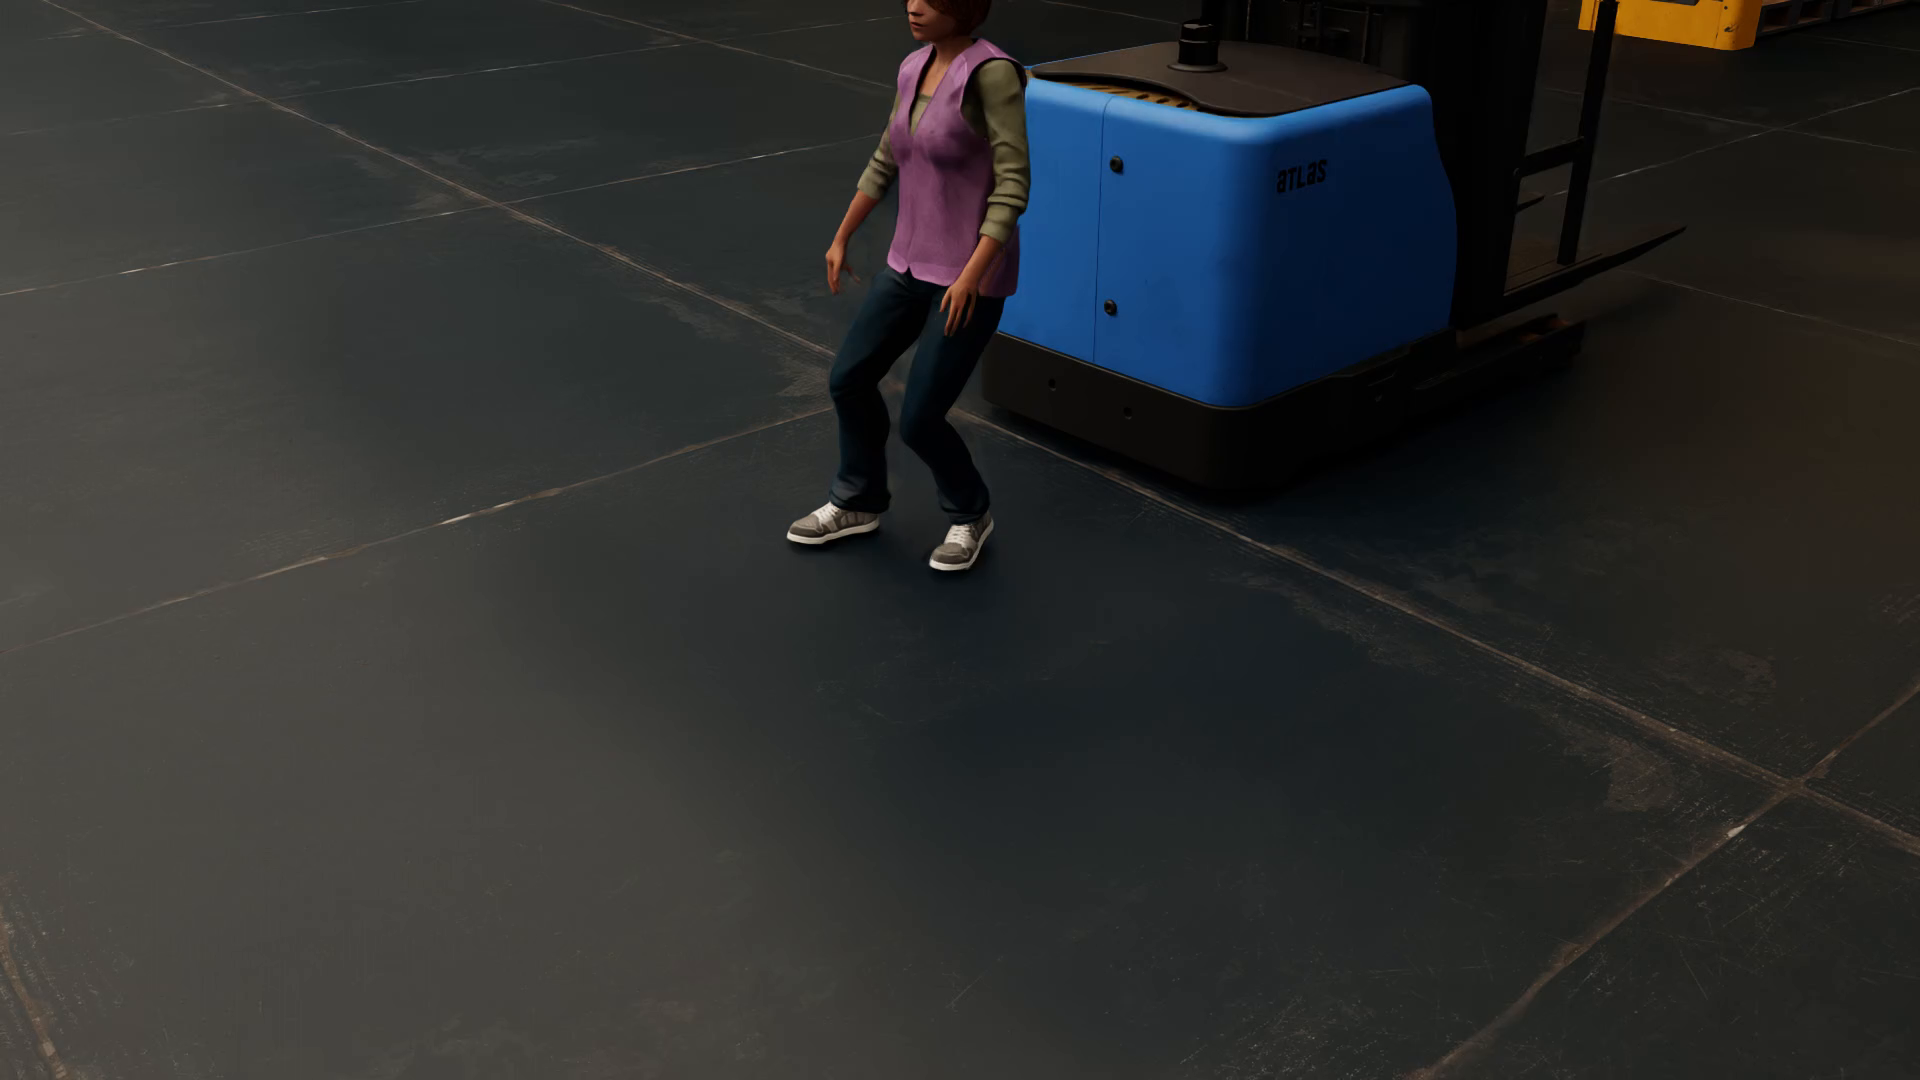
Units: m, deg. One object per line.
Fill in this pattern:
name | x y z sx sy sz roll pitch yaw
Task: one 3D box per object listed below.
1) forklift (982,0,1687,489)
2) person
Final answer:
forklift | 1.494 -1.996 5.226 3.031 2.935 1.130 -22 34 -37
person | -0.132 -0.649 4.085 0.487 1.526 0.600 -18 32 -32
